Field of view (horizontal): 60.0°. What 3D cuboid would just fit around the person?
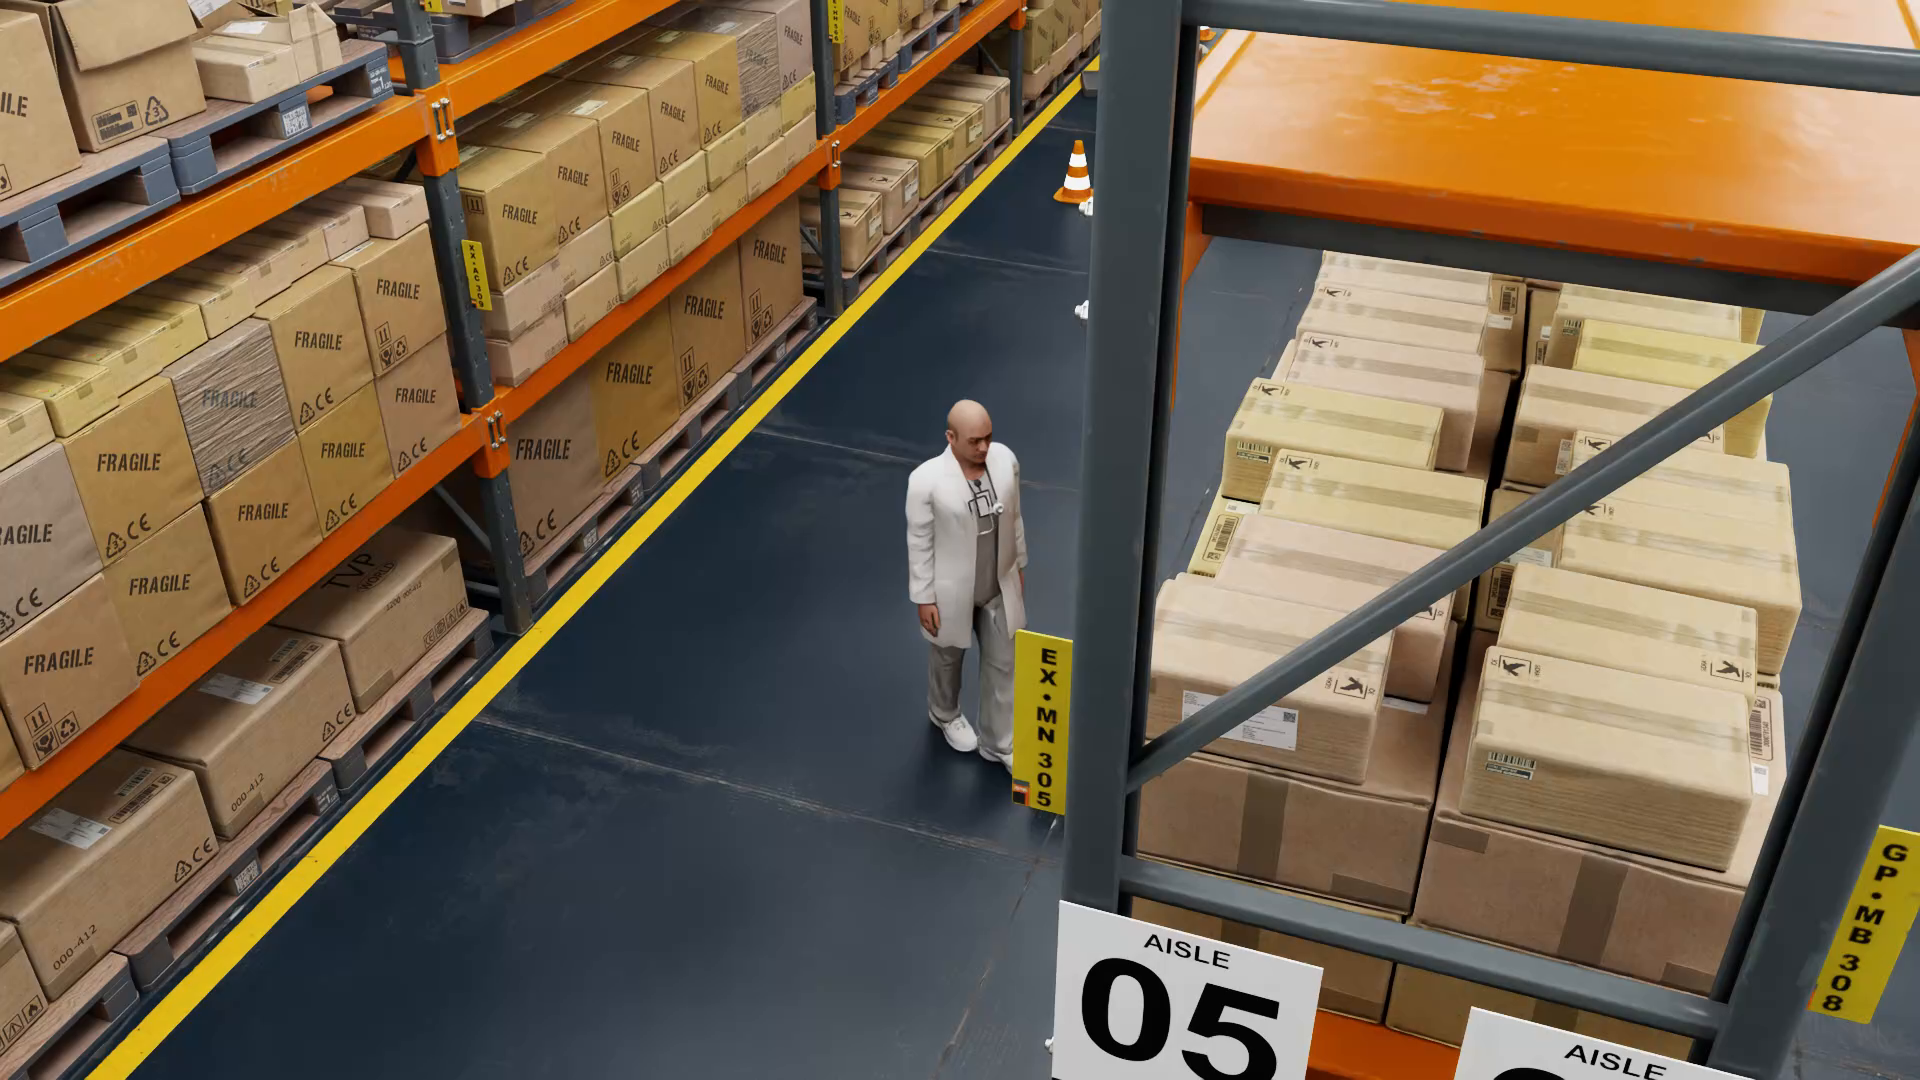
[{"bbox_3d":[0.086,0.229,7.212,0.590,1.770,0.700,-15,36,-22],"label":"person"}]
